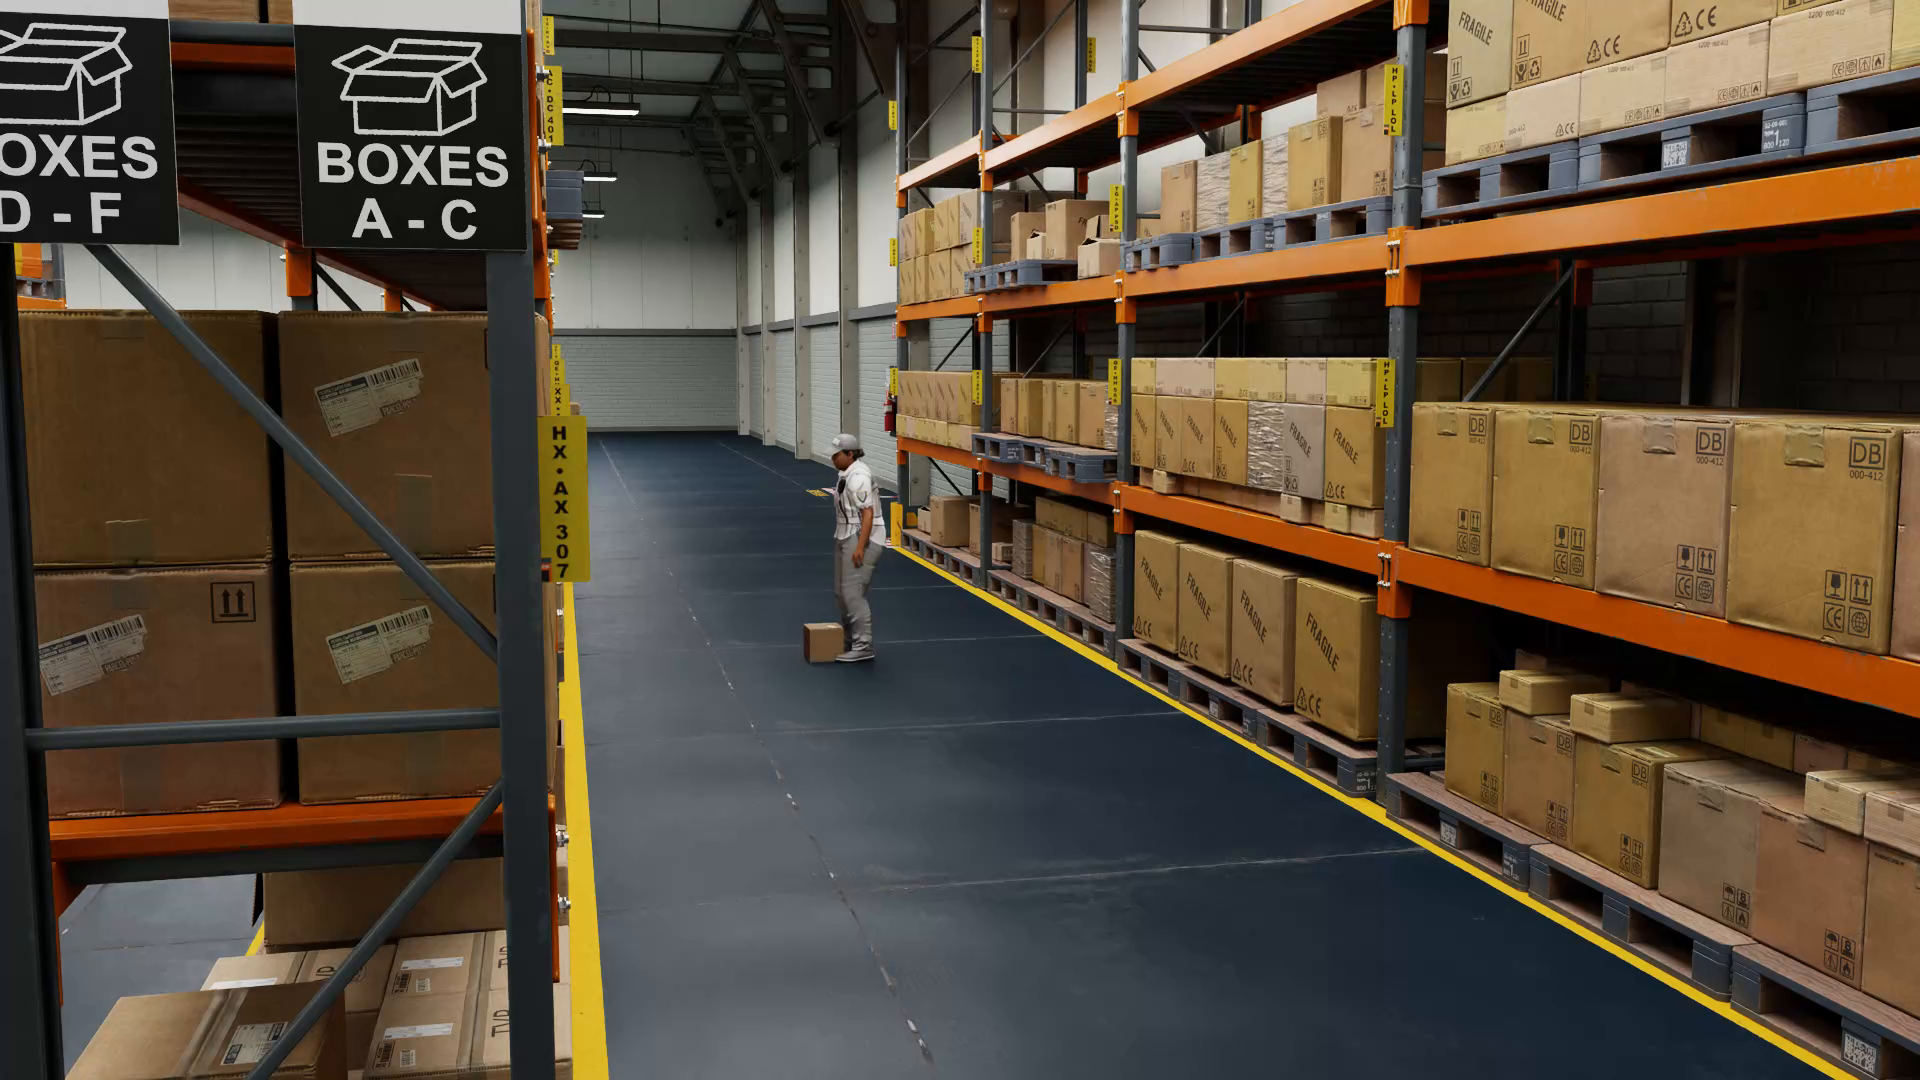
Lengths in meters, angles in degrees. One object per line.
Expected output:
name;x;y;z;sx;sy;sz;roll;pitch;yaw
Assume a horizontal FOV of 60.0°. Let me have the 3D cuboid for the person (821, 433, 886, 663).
person;-0.796;0.046;12.238;0.467;1.665;0.556;-2;7;-17
